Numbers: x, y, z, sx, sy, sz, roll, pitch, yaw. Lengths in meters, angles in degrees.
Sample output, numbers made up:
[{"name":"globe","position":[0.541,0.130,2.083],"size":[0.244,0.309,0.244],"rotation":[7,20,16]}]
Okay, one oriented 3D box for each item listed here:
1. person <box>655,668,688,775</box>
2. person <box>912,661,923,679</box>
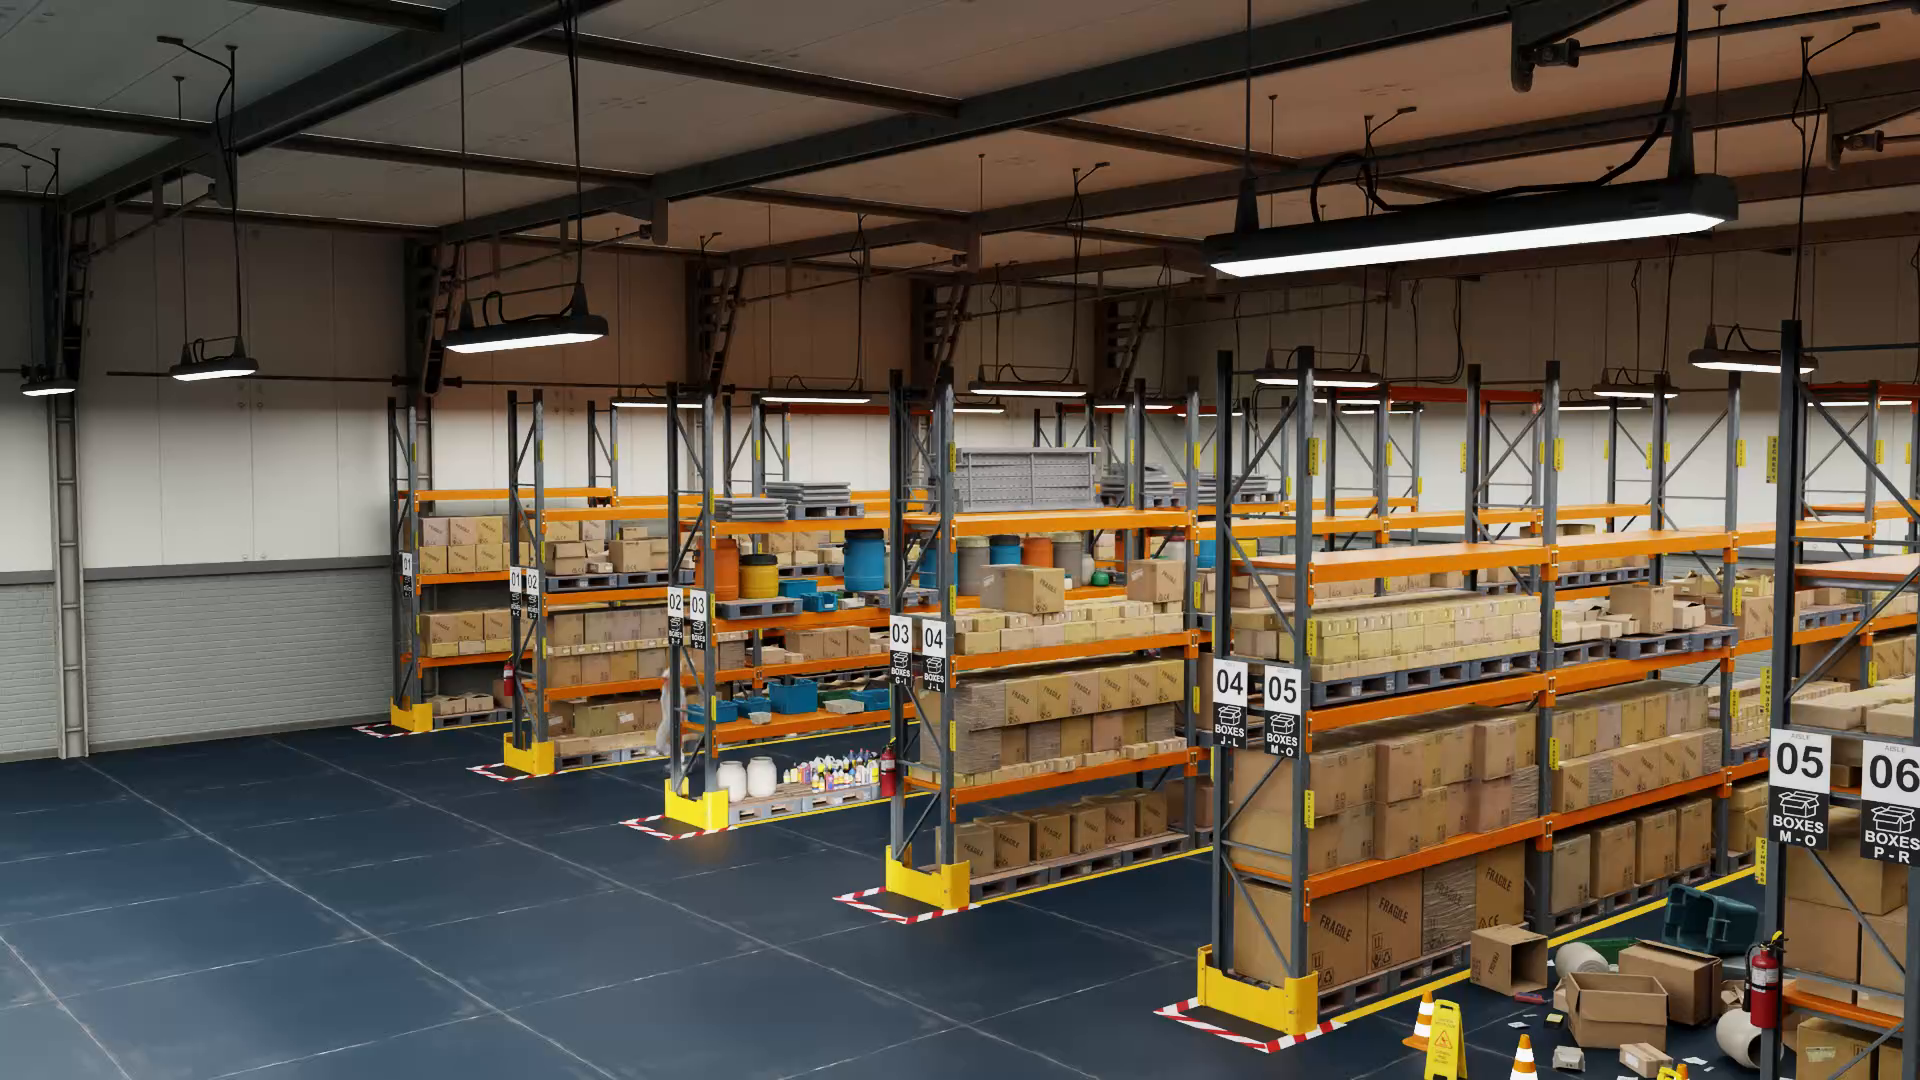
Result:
[{"name":"person","position":[-4.406,2.803,25.565],"size":[0.662,1.728,0.617],"rotation":[3,4,38]},{"name":"person","position":[-0.744,2.345,33.868],"size":[0.896,1.744,0.574],"rotation":[-2,4,-34]}]
